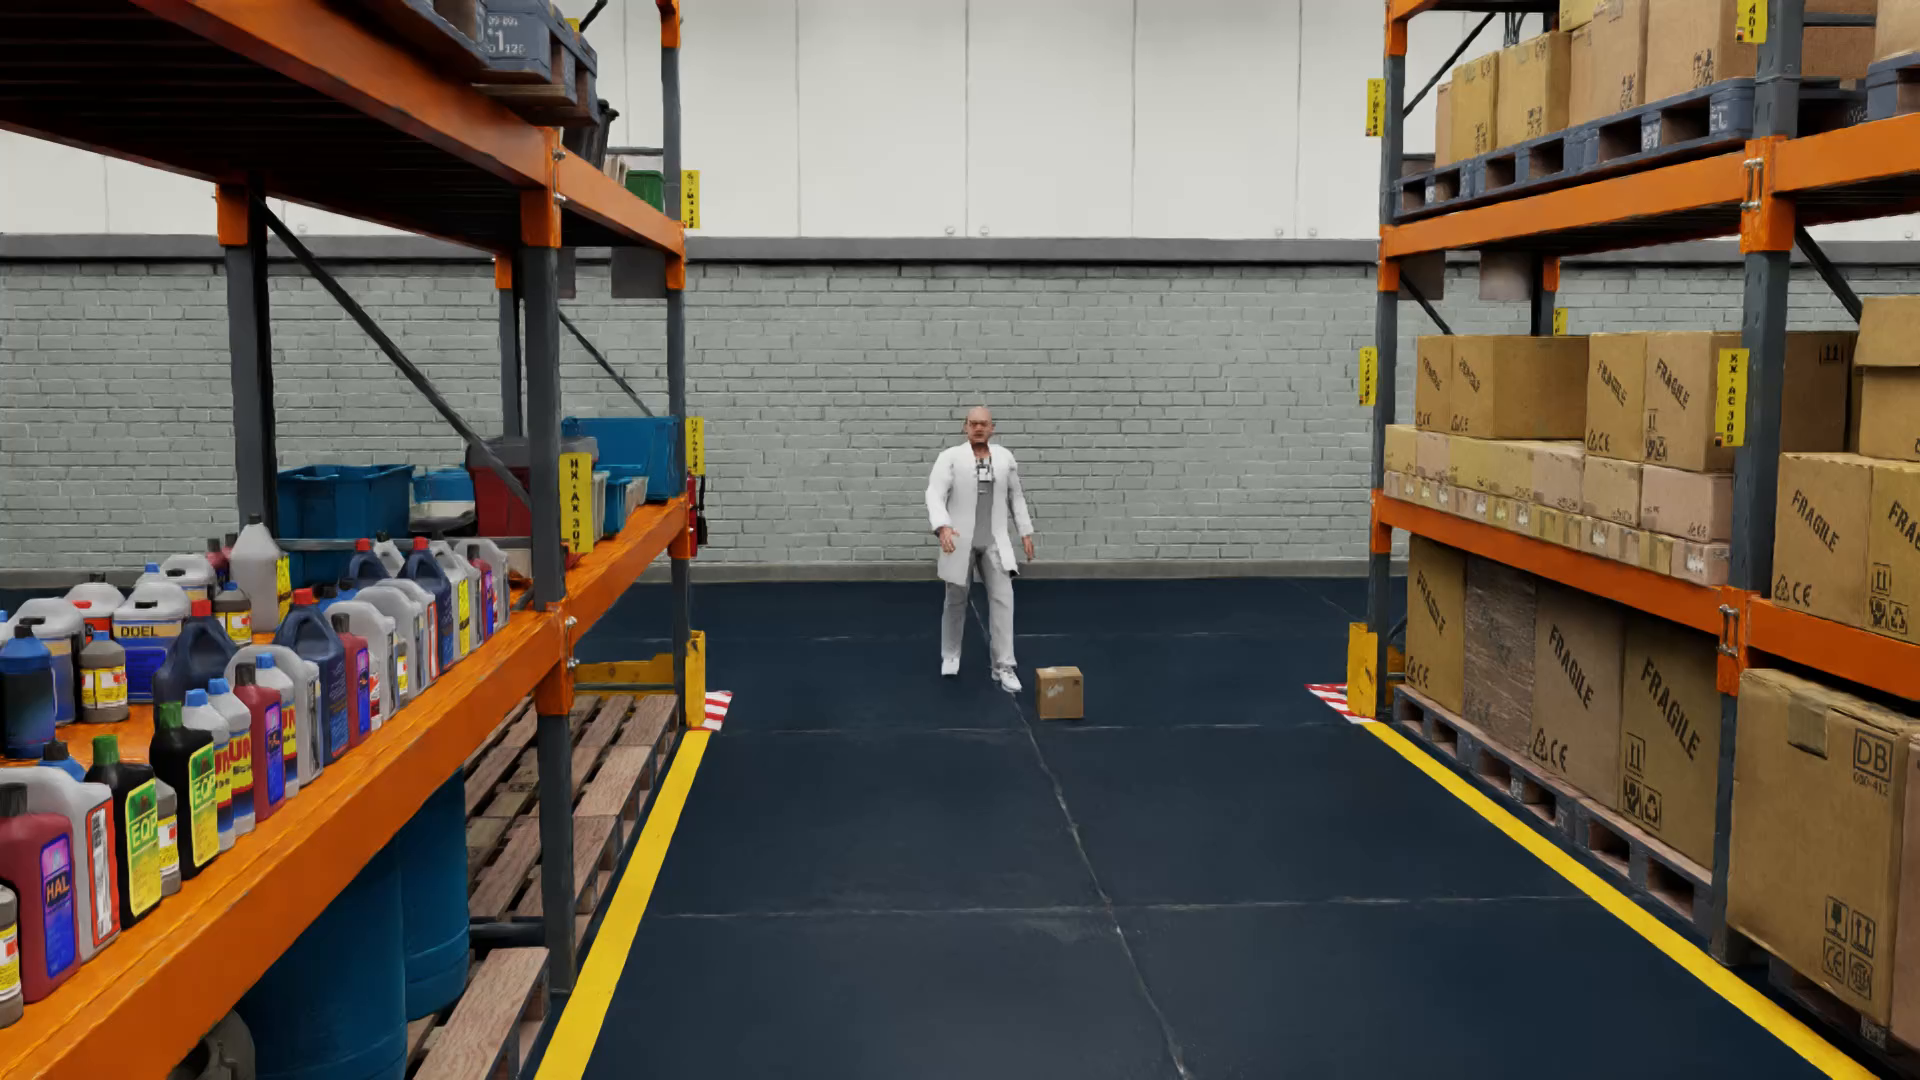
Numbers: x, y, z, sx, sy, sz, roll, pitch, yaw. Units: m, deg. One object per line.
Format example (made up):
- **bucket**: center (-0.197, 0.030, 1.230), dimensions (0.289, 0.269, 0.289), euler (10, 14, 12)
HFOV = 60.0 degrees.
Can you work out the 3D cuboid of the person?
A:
- **person**: center (0.162, 0.033, 10.637), dimensions (0.777, 1.772, 0.913), euler (-2, 7, -17)
